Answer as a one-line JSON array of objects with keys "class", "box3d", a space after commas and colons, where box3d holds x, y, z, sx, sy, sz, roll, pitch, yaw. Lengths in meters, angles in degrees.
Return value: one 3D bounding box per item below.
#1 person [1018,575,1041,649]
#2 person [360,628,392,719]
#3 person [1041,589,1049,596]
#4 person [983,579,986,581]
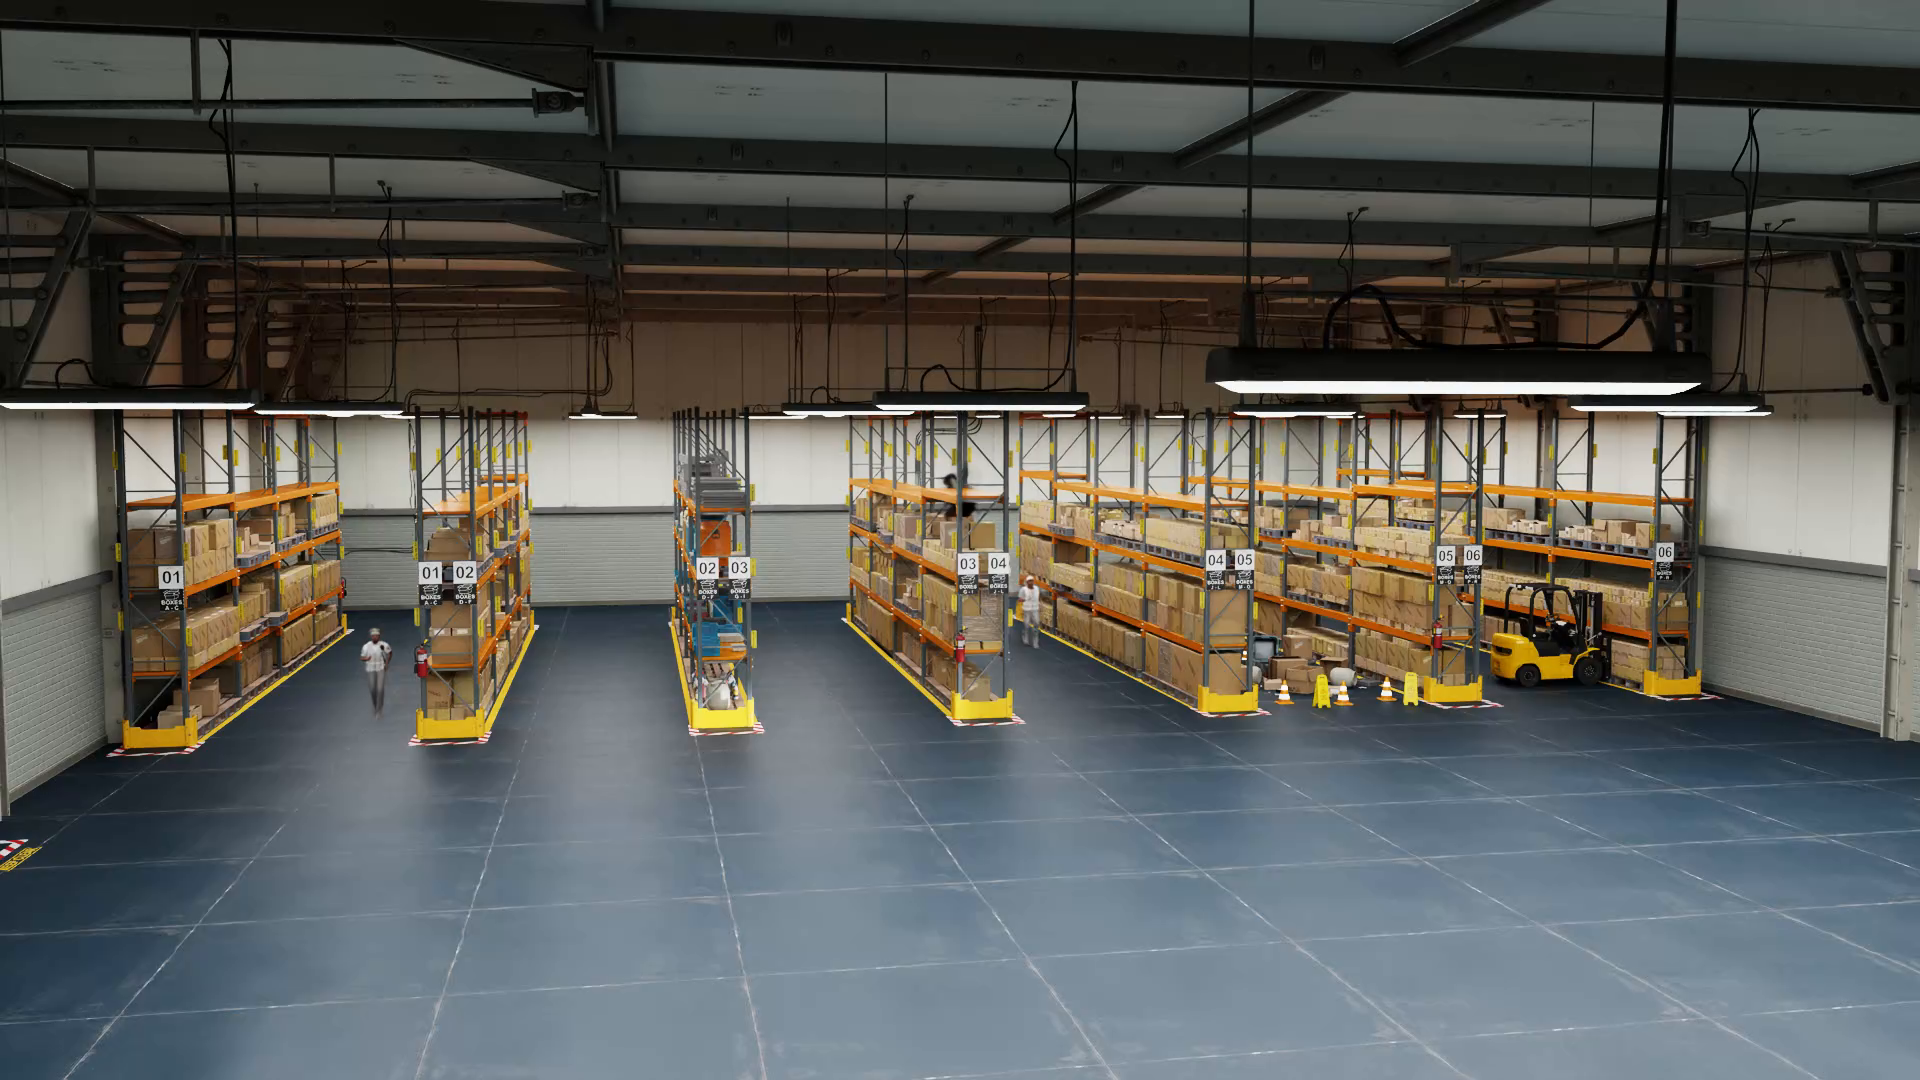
[{"class": "person", "box3d": [1.786, 1.817, 42.257, 0.657, 1.835, 0.763, -1, 4, -13]}, {"class": "person", "box3d": [-11.323, 2.559, 32.244, 0.570, 1.719, 0.850, -1, 4, -12]}, {"class": "person", "box3d": [2.637, 1.405, 49.861, 0.549, 1.568, 0.523, -1, 4, -13]}, {"class": "person", "box3d": [0.527, 1.400, 48.863, 0.822, 1.725, 0.647, 3, 5, 35]}]
